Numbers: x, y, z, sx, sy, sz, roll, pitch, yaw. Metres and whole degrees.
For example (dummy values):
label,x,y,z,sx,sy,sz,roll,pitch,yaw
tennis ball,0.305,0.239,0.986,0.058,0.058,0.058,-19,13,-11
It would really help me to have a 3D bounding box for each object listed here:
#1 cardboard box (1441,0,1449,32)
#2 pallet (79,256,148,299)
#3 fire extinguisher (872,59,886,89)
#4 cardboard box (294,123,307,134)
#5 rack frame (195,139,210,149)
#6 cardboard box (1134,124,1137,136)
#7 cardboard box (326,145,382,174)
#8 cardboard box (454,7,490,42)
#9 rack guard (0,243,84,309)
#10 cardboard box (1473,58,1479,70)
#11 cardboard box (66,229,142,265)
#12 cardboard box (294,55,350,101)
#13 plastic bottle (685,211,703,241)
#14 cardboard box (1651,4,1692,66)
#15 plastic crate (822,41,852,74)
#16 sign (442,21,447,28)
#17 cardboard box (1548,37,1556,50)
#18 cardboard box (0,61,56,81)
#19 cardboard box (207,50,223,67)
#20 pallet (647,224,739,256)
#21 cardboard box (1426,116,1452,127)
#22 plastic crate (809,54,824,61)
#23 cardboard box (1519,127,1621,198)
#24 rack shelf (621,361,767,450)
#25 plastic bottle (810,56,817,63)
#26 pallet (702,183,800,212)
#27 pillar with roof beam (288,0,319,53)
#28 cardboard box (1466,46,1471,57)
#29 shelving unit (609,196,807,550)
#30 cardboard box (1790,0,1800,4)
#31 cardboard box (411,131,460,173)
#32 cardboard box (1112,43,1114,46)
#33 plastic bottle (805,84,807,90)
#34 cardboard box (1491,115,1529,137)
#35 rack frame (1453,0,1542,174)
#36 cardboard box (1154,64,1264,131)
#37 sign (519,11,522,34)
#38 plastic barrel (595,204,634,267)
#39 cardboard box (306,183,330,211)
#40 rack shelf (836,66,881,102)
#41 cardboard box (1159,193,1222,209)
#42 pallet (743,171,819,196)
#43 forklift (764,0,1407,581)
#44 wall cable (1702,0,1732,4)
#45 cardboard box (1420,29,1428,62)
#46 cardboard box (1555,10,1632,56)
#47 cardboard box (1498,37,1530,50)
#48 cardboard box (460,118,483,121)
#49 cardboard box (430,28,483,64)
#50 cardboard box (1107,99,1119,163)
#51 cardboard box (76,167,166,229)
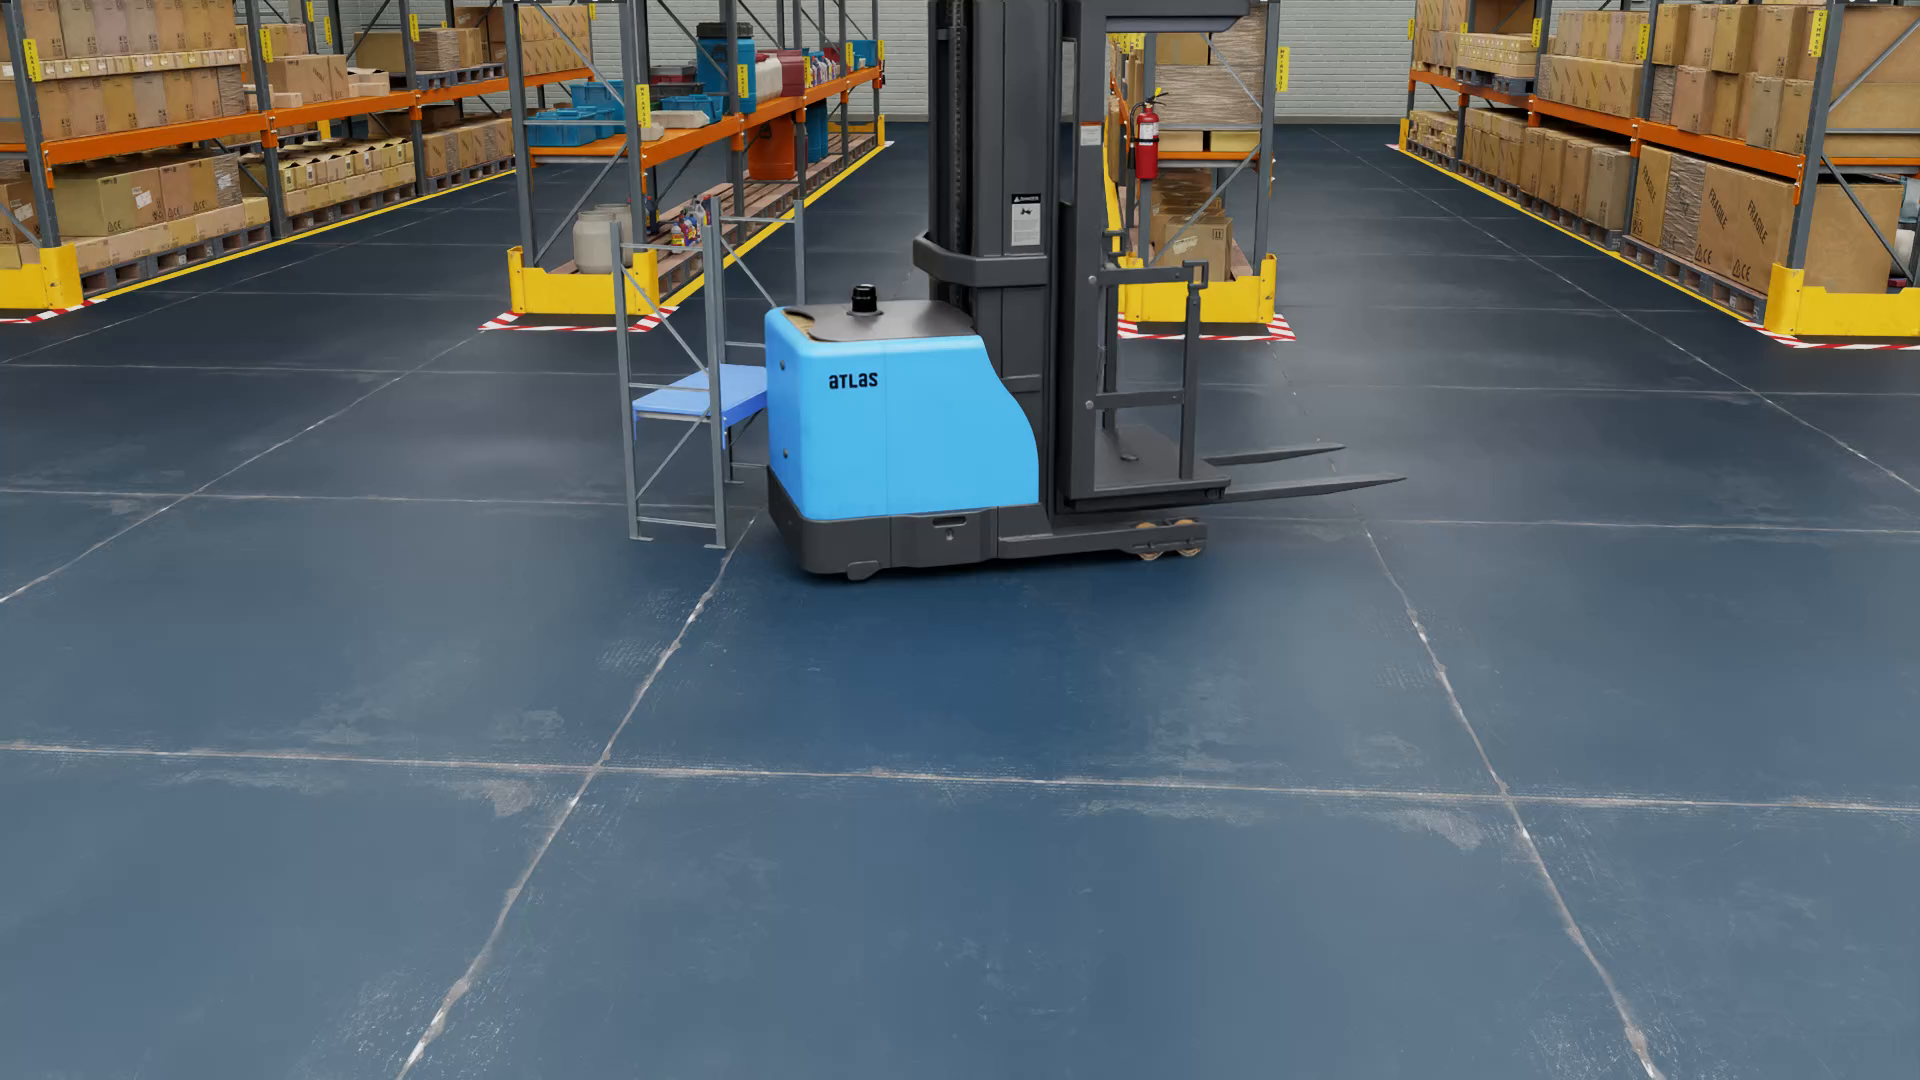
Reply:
label,x,y,z,sx,sy,sz,roll,pitch,yaw
cardboard box,7.552,-7.902,24.979,0.500,0.500,0.500,2,18,5
pallet,-7.962,-2.318,14.658,1.003,0.211,1.213,1,18,4
fire extinguisher,-1.424,-8.085,28.502,0.296,0.674,0.183,1,18,4
cardboard box,-11.720,-7.275,28.649,0.700,0.500,0.500,1,18,4
rack frame,-12.056,-7.241,25.204,1.000,3.000,0.127,1,18,4
cardboard box,1.722,-3.624,14.570,0.380,0.149,0.250,1,18,4
cardboard box,-7.264,-4.562,19.869,0.500,0.311,0.500,1,18,4
cardboard box,-7.337,-7.817,25.196,0.500,0.500,0.500,1,18,4
rack guard,-7.977,-2.209,13.862,1.175,0.500,0.348,1,18,4
cardboard box,7.145,-6.414,22.410,0.380,0.149,0.250,0,18,1
cardboard box,-7.683,-2.614,14.826,0.500,0.250,0.500,1,18,4
cardboard box,-7.506,-5.415,19.471,0.500,0.500,0.500,0,18,1
plastic bottle,-2.560,-3.033,16.030,0.152,0.276,0.135,2,18,5
cardboard box,7.071,-4.753,15.636,0.875,0.550,0.550,1,18,4
plastic crate,-1.861,-7.350,25.339,0.402,0.464,0.583,1,18,4
sign,-7.657,-7.553,24.765,0.100,0.325,0.005,1,18,4
cardboard box,7.721,-6.353,21.267,0.380,0.149,0.250,2,18,6
cardboard box,-7.733,-3.877,13.737,0.380,0.149,0.250,1,18,4
cardboard box,-7.531,-4.755,16.416,0.380,0.149,0.250,1,18,2
pallet,-2.838,-3.002,16.747,1.003,0.211,1.213,1,18,4
cardboard box,7.541,-6.573,26.113,0.380,0.149,0.250,2,18,5
plastic crate,-2.350,-7.640,26.593,0.416,0.233,0.300,1,18,4
cardboard box,7.285,-4.468,19.680,1.050,0.750,0.750,1,18,3
rack shelf,-1.174,-0.675,8.153,0.538,0.185,1.000,6,19,17
plastic bottle,-2.071,-6.649,23.478,0.144,0.351,0.185,1,18,4
pallet,-2.556,-4.213,20.440,1.003,0.211,1.213,1,18,4
pillar with roof beam,-8.145,-12.096,30.386,9.100,9.000,0.400,1,18,4
cardboard box,7.184,-6.716,22.853,0.380,0.149,0.250,2,18,5
shelving unit,-1.174,-0.846,8.097,0.538,1.500,1.048,6,19,17
cardboard box,12.492,-7.936,24.517,0.380,0.149,0.250,1,18,3
cardboard box,-7.052,-5.208,22.308,0.500,0.500,0.500,1,18,2
cardboard box,2.681,-8.119,26.441,0.500,0.500,0.500,1,18,2
plastic bottle,-2.075,-5.989,21.584,0.152,0.276,0.135,1,18,4
cardboard box,7.283,-5.426,21.800,0.500,0.250,0.500,2,18,5
rack frame,7.705,-6.767,23.758,1.000,3.000,0.127,1,18,4
cardboard box,1.972,-3.541,13.275,0.875,0.500,0.500,1,18,4
sign,-6.561,-7.670,24.655,0.100,0.325,0.005,1,18,4
plastic barrel,-3.028,-2.672,14.581,0.421,0.512,0.421,0,18,0
cardboard box,-7.375,-3.818,18.500,0.500,0.250,0.500,2,18,5
rack shelf,-2.032,-7.299,26.537,1.077,0.370,4.000,1,18,4
cardboard box,2.124,-2.940,15.419,0.500,0.500,0.500,0,18,-1
pallet,-2.447,-4.698,21.922,1.003,0.211,1.213,1,18,4
forklift,0.644,-1.455,7.658,3.031,2.935,1.130,-5,19,-15
wall cable,14.733,-10.137,32.410,0.588,1.984,0.122,1,18,4
cardboard box,7.671,-7.898,26.572,0.500,0.500,0.500,1,18,4
cardboard box,7.376,-5.908,19.370,0.700,0.500,0.500,1,18,4
cardboard box,7.051,-6.292,21.083,0.380,0.149,0.250,2,18,6
cardboard box,-7.393,-6.008,24.749,0.500,0.500,0.500,0,18,1
cardboard box,-7.372,-7.236,24.355,0.700,0.500,0.500,-5,19,-15
cardboard box,2.676,-5.622,23.002,1.225,0.875,0.875,1,18,2
cardboard box,-7.658,-3.126,15.184,0.500,0.500,0.500,1,18,4
